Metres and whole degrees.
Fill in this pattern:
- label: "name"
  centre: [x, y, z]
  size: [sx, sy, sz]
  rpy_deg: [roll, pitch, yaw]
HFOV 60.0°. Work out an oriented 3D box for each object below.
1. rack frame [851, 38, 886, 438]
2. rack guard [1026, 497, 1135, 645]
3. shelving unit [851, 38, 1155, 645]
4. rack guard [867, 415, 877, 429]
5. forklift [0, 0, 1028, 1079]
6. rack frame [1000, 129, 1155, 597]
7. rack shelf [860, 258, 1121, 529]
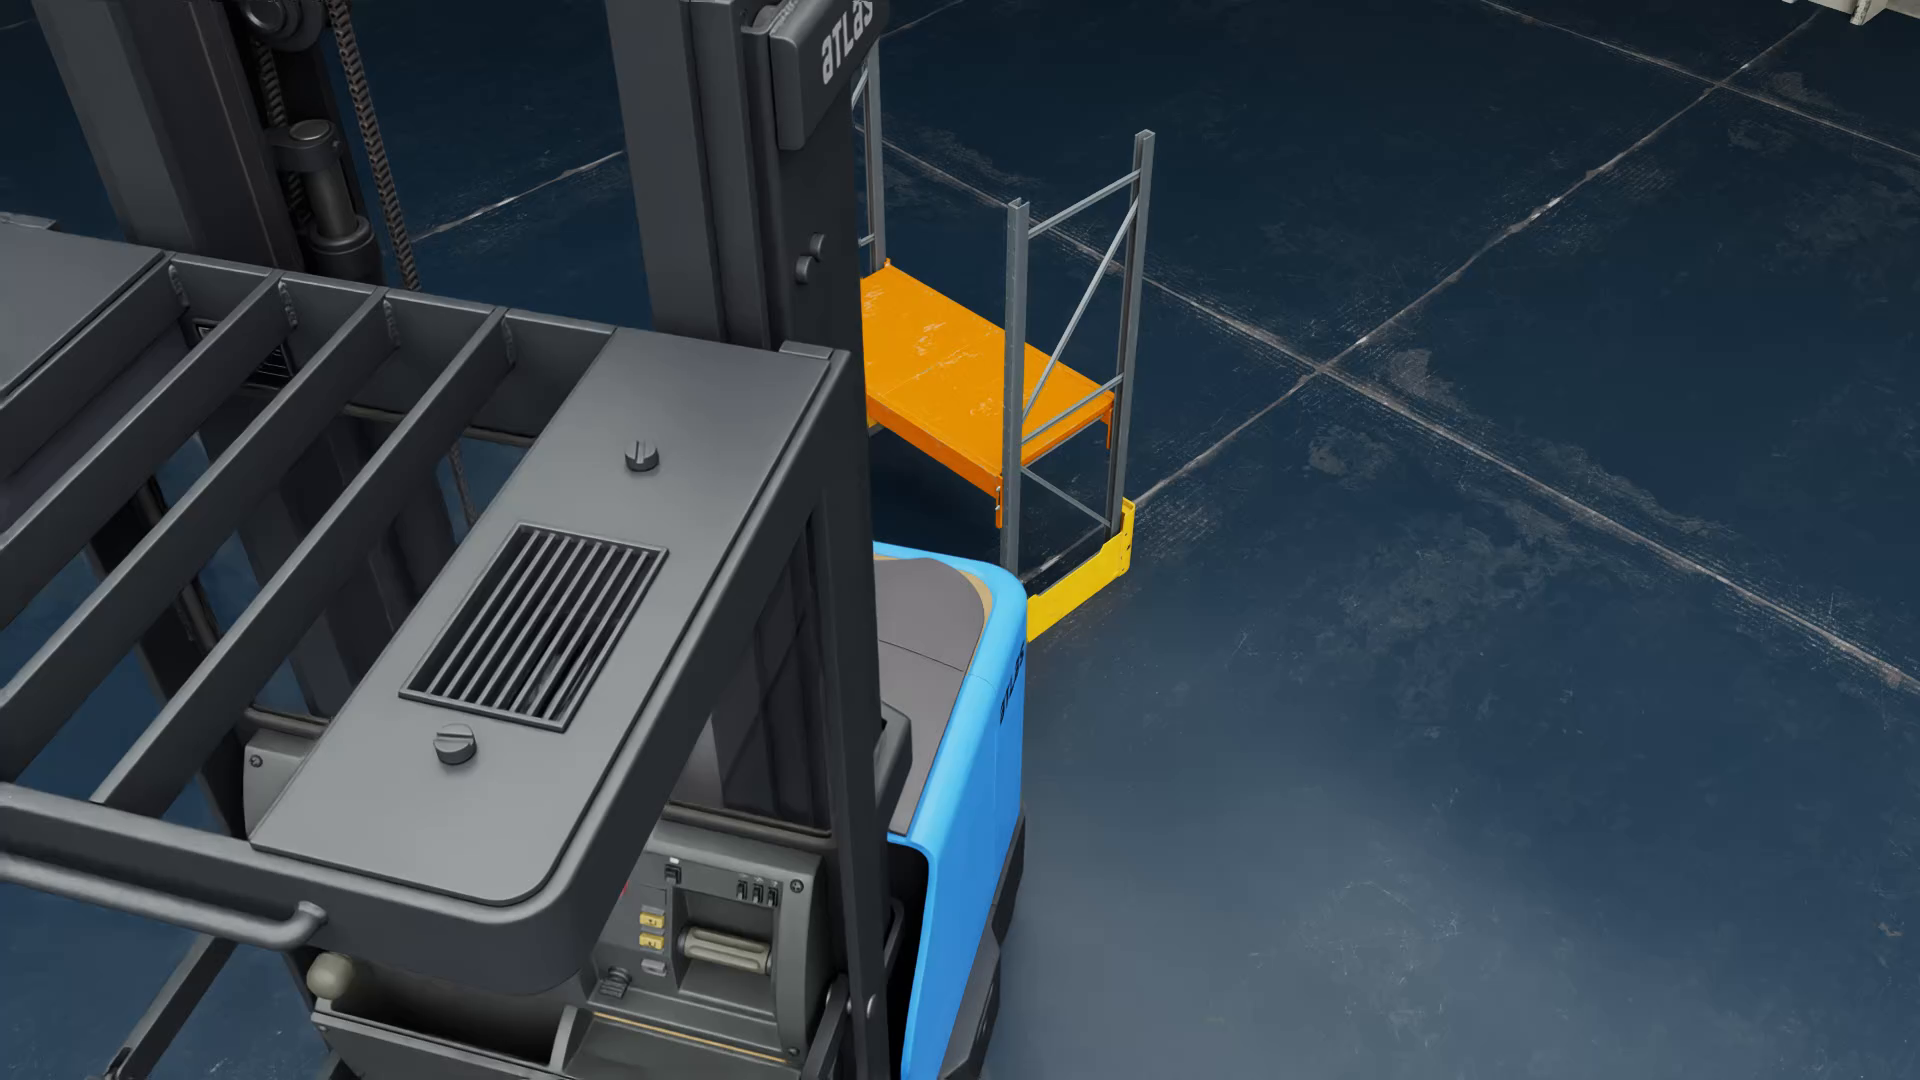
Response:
- label: "rack frame"
  centre: [-0.419, -0.836, 5.050]
  size: [0.500, 1.500, 0.032]
  rpy_deg: [-34, 53, -31]
- label: "rack guard"
  centre: [0.298, 0.111, 4.946]
  size: [0.587, 0.250, 0.087]
  rpy_deg: [-34, 53, -31]
- label: "shelving unit"
  centre: [-0.054, -0.587, 4.781]
  size: [0.587, 1.500, 1.083]
  rpy_deg: [-34, 53, -31]
- label: "rack guard"
  centre: [-0.406, -0.368, 5.464]
  size: [0.587, 0.250, 0.087]
  rpy_deg: [-34, 53, -31]
- label: "forklift"
  centre: [-0.720, 0.652, 2.384]
  size: [1.130, 2.935, 3.031]
  rpy_deg: [11, 44, 11]
- label: "rack frame"
  centre: [0.299, -0.348, 4.521]
  size: [0.500, 1.500, 0.032]
  rpy_deg: [-34, 53, -31]
- label: "rack shelf"
  centre: [-0.060, -0.460, 4.907]
  size: [0.538, 0.185, 1.000]
  rpy_deg: [-34, 53, -31]
